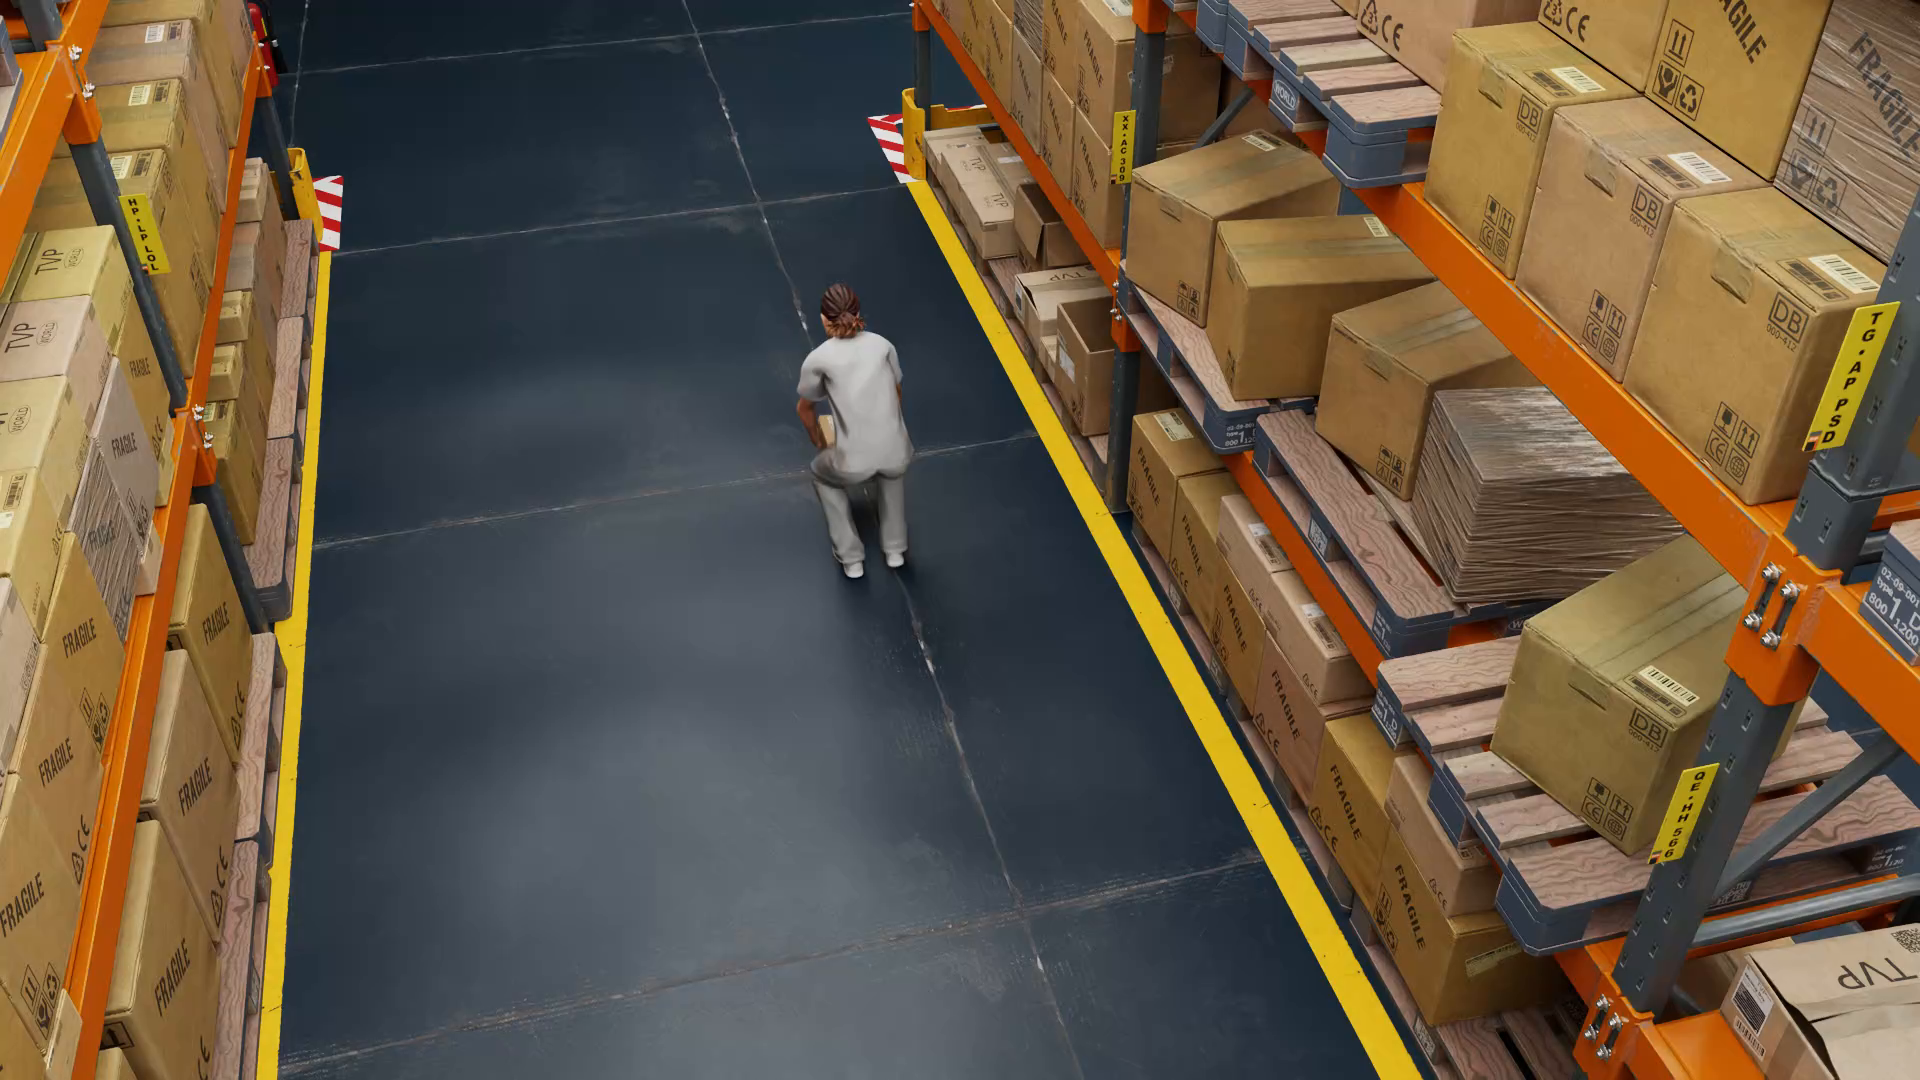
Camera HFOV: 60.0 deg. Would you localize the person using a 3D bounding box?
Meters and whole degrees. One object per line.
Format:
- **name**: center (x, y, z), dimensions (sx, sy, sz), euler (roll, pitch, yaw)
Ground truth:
- **person**: center (-0.477, -0.465, 7.581), dimensions (0.491, 1.335, 0.665), euler (-9, 39, -12)
